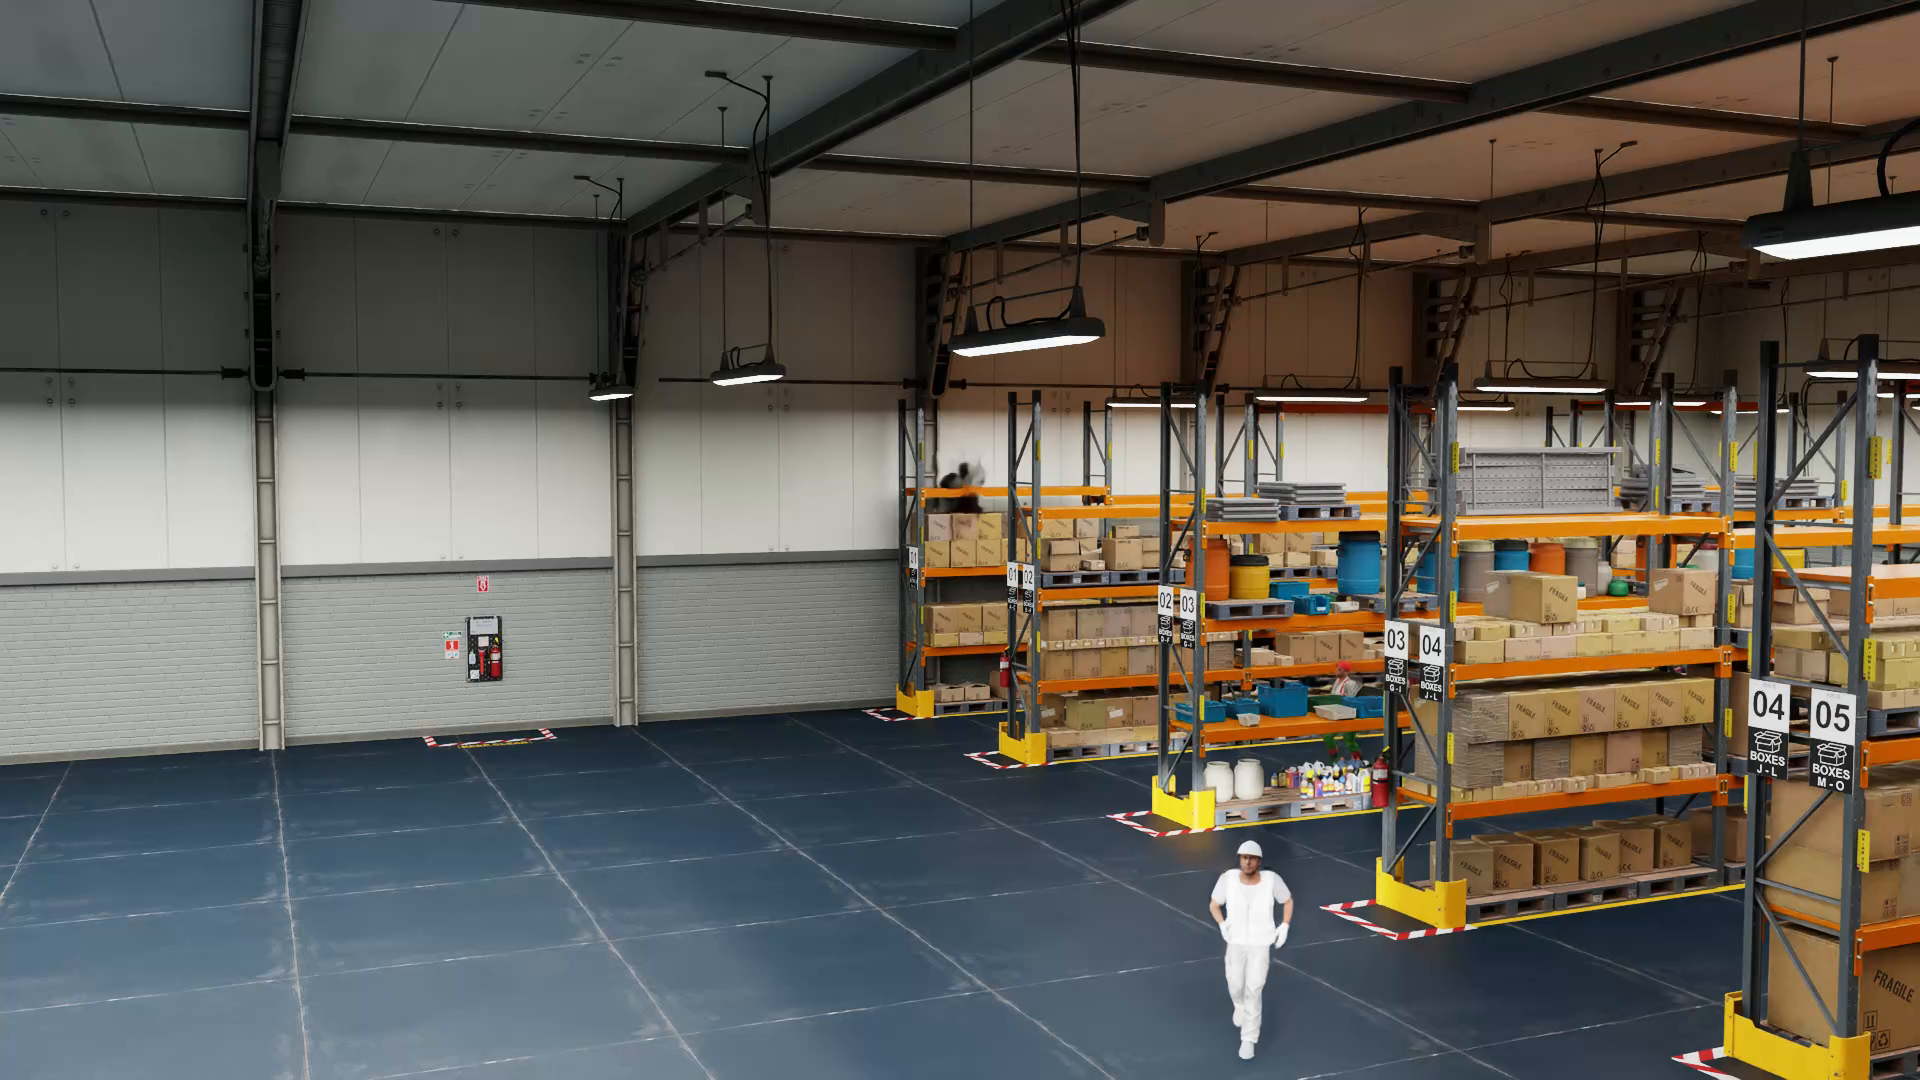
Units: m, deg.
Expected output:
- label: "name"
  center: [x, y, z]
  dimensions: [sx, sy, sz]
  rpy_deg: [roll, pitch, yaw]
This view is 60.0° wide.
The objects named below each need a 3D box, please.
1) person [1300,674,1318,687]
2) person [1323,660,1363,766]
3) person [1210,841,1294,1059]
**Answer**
- label: "person"
  center: [6.604, 2.567, 31.227]
  dimensions: [0.591, 1.562, 0.541]
  rpy_deg: [-2, 4, -29]
- label: "person"
  center: [5.934, 2.776, 25.732]
  dimensions: [0.767, 1.834, 0.637]
  rpy_deg: [-2, 4, -24]
- label: "person"
  center: [2.490, 3.446, 14.255]
  dimensions: [0.708, 1.779, 0.805]
  rpy_deg: [1, 3, 16]
